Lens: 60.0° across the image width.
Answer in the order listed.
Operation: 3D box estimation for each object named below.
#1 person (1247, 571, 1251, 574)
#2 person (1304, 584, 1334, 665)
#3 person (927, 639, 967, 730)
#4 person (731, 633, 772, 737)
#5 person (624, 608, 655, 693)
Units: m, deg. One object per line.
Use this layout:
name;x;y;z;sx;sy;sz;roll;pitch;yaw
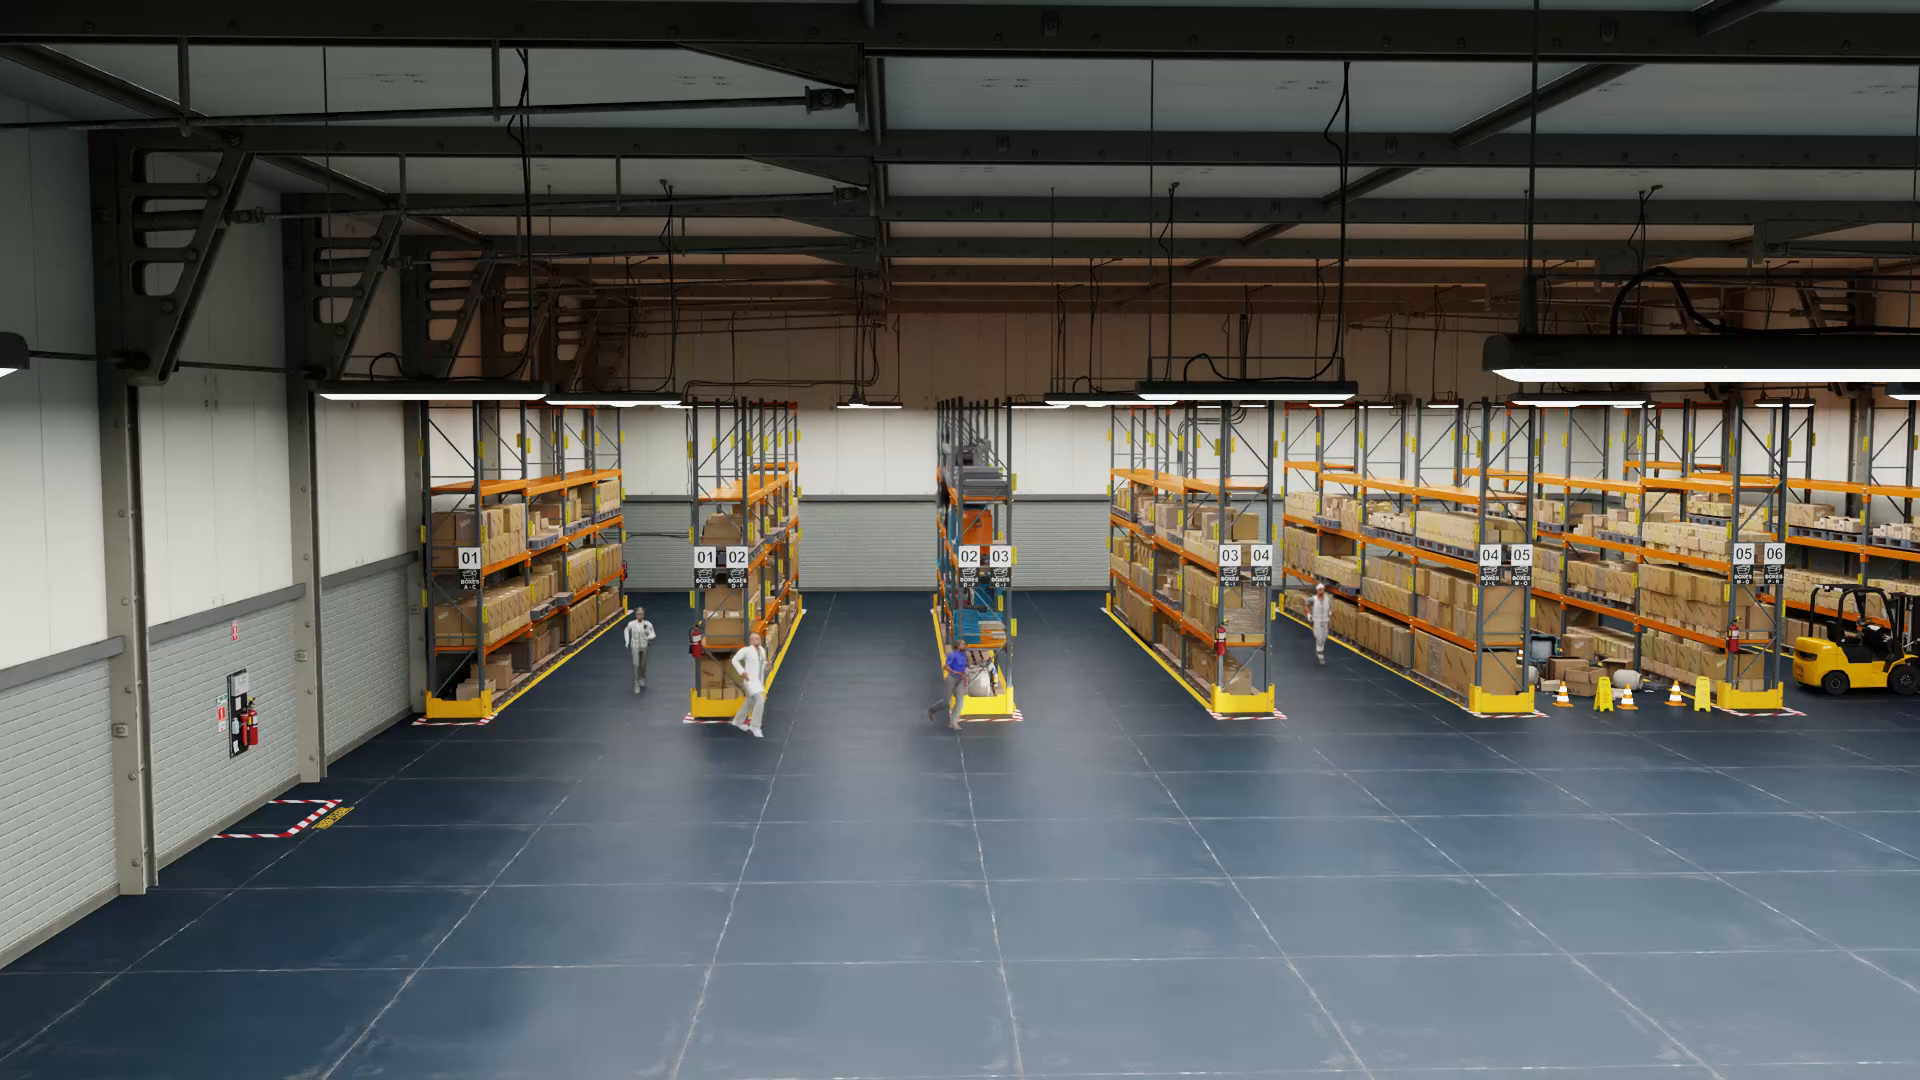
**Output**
person;8.051;1.421;45.522;0.555;1.660;0.709;0;4;0
person;8.211;1.892;37.933;0.651;1.795;0.862;0;4;-6
person;-0.124;2.596;30.282;0.844;1.604;0.629;4;6;42
person;-3.703;2.565;29.551;0.802;1.853;0.715;2;5;28
person;-6.559;2.223;34.119;0.614;1.707;0.854;-1;5;-14
